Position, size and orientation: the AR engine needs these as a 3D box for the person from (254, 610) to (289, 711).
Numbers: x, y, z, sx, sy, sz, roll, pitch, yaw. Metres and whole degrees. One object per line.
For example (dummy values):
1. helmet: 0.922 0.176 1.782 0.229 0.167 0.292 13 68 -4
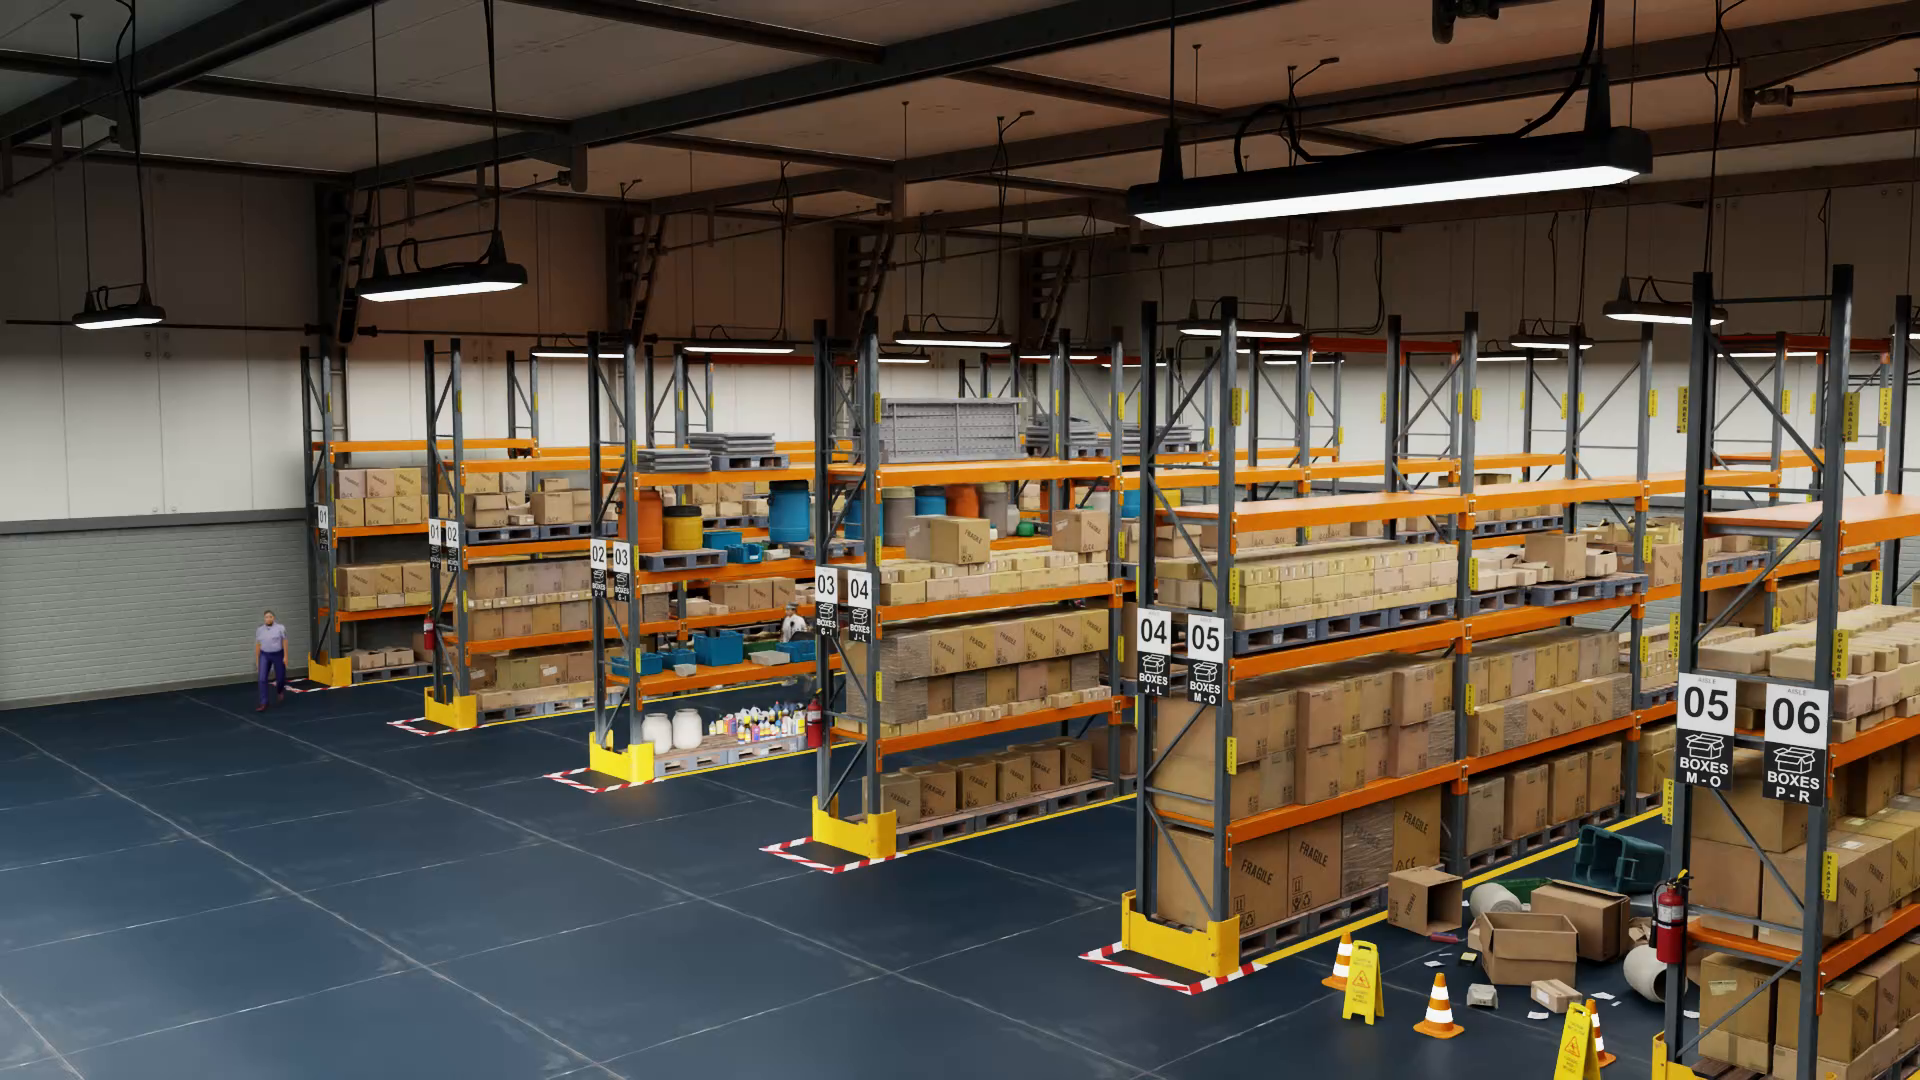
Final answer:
1. person: -11.306 1.942 27.307 0.529 1.618 0.803 -1 5 -12

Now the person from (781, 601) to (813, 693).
1. person: -2.776 1.794 27.803 0.651 1.584 0.583 -5 7 -44
